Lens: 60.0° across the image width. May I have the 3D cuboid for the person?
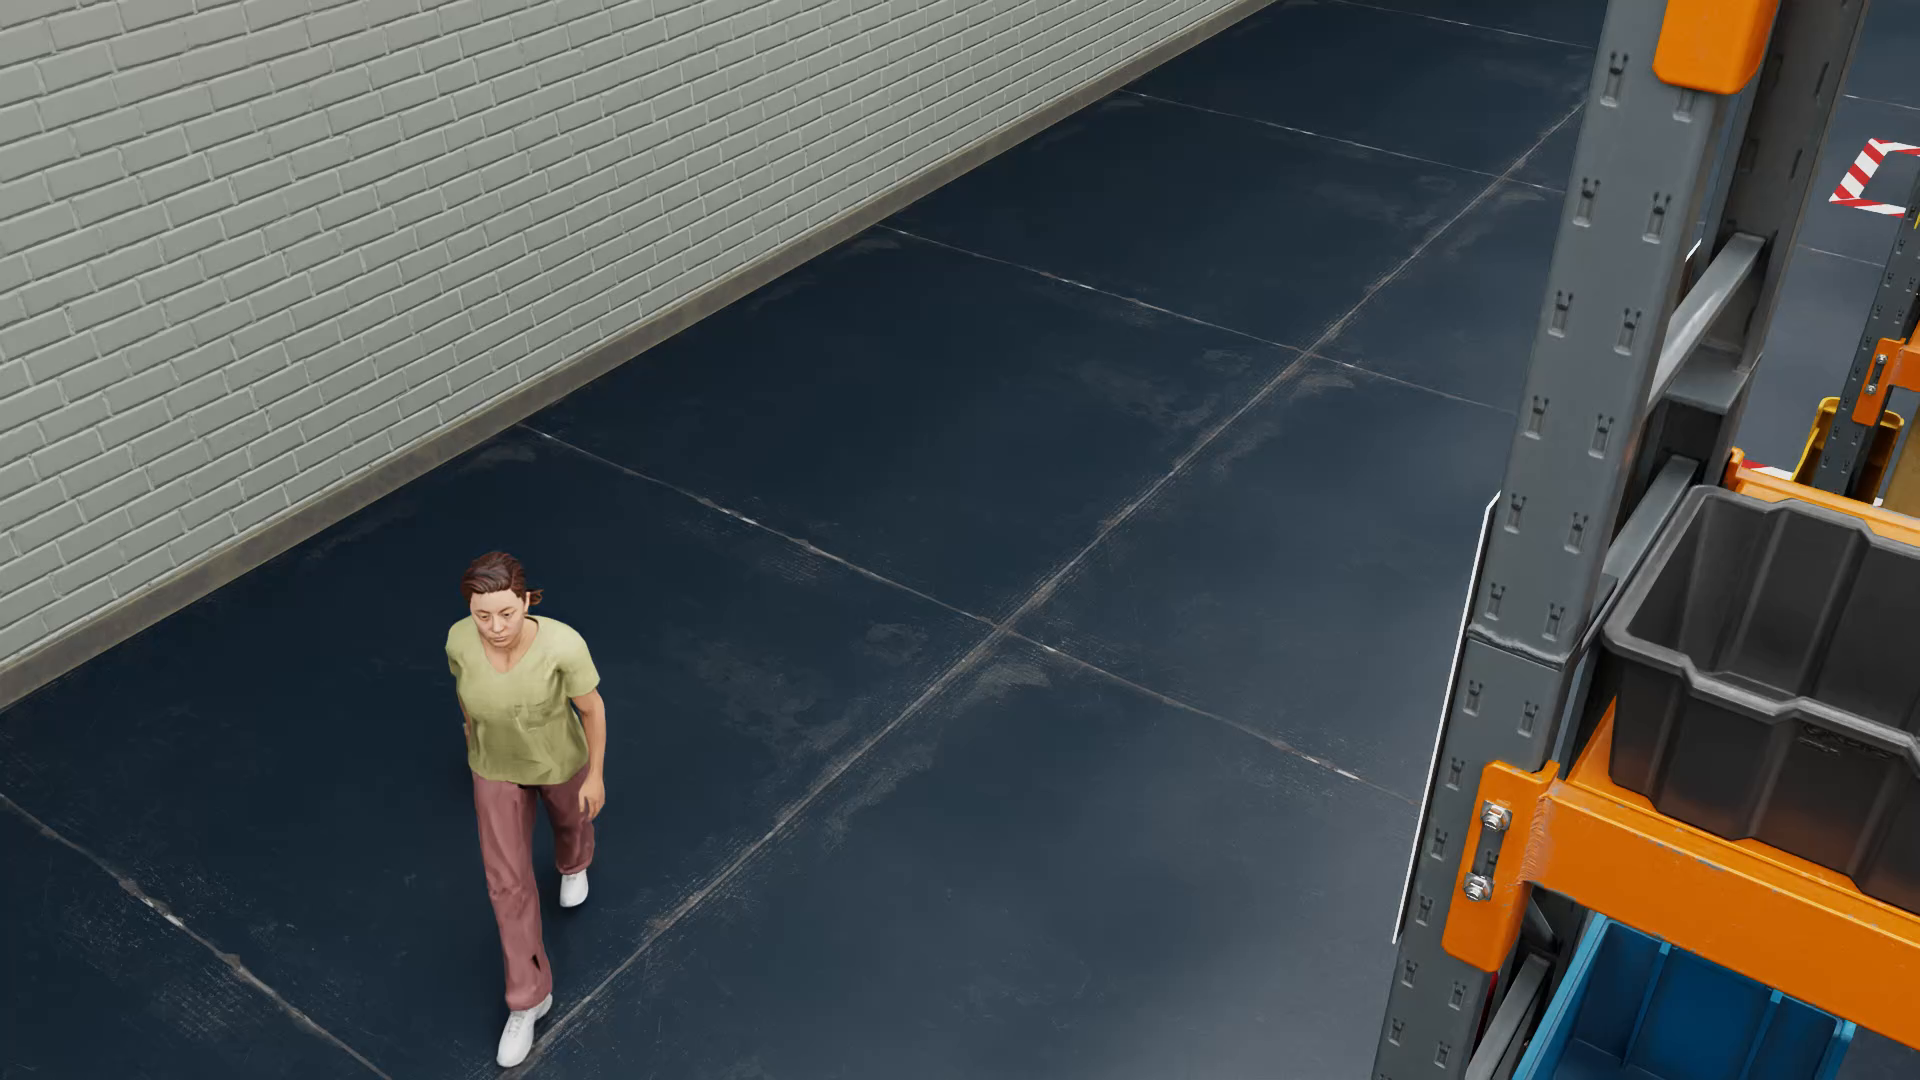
[{"bbox_3d":[-1.304,0.712,5.107,0.470,1.610,0.950,-4,35,-6],"label":"person"}]
